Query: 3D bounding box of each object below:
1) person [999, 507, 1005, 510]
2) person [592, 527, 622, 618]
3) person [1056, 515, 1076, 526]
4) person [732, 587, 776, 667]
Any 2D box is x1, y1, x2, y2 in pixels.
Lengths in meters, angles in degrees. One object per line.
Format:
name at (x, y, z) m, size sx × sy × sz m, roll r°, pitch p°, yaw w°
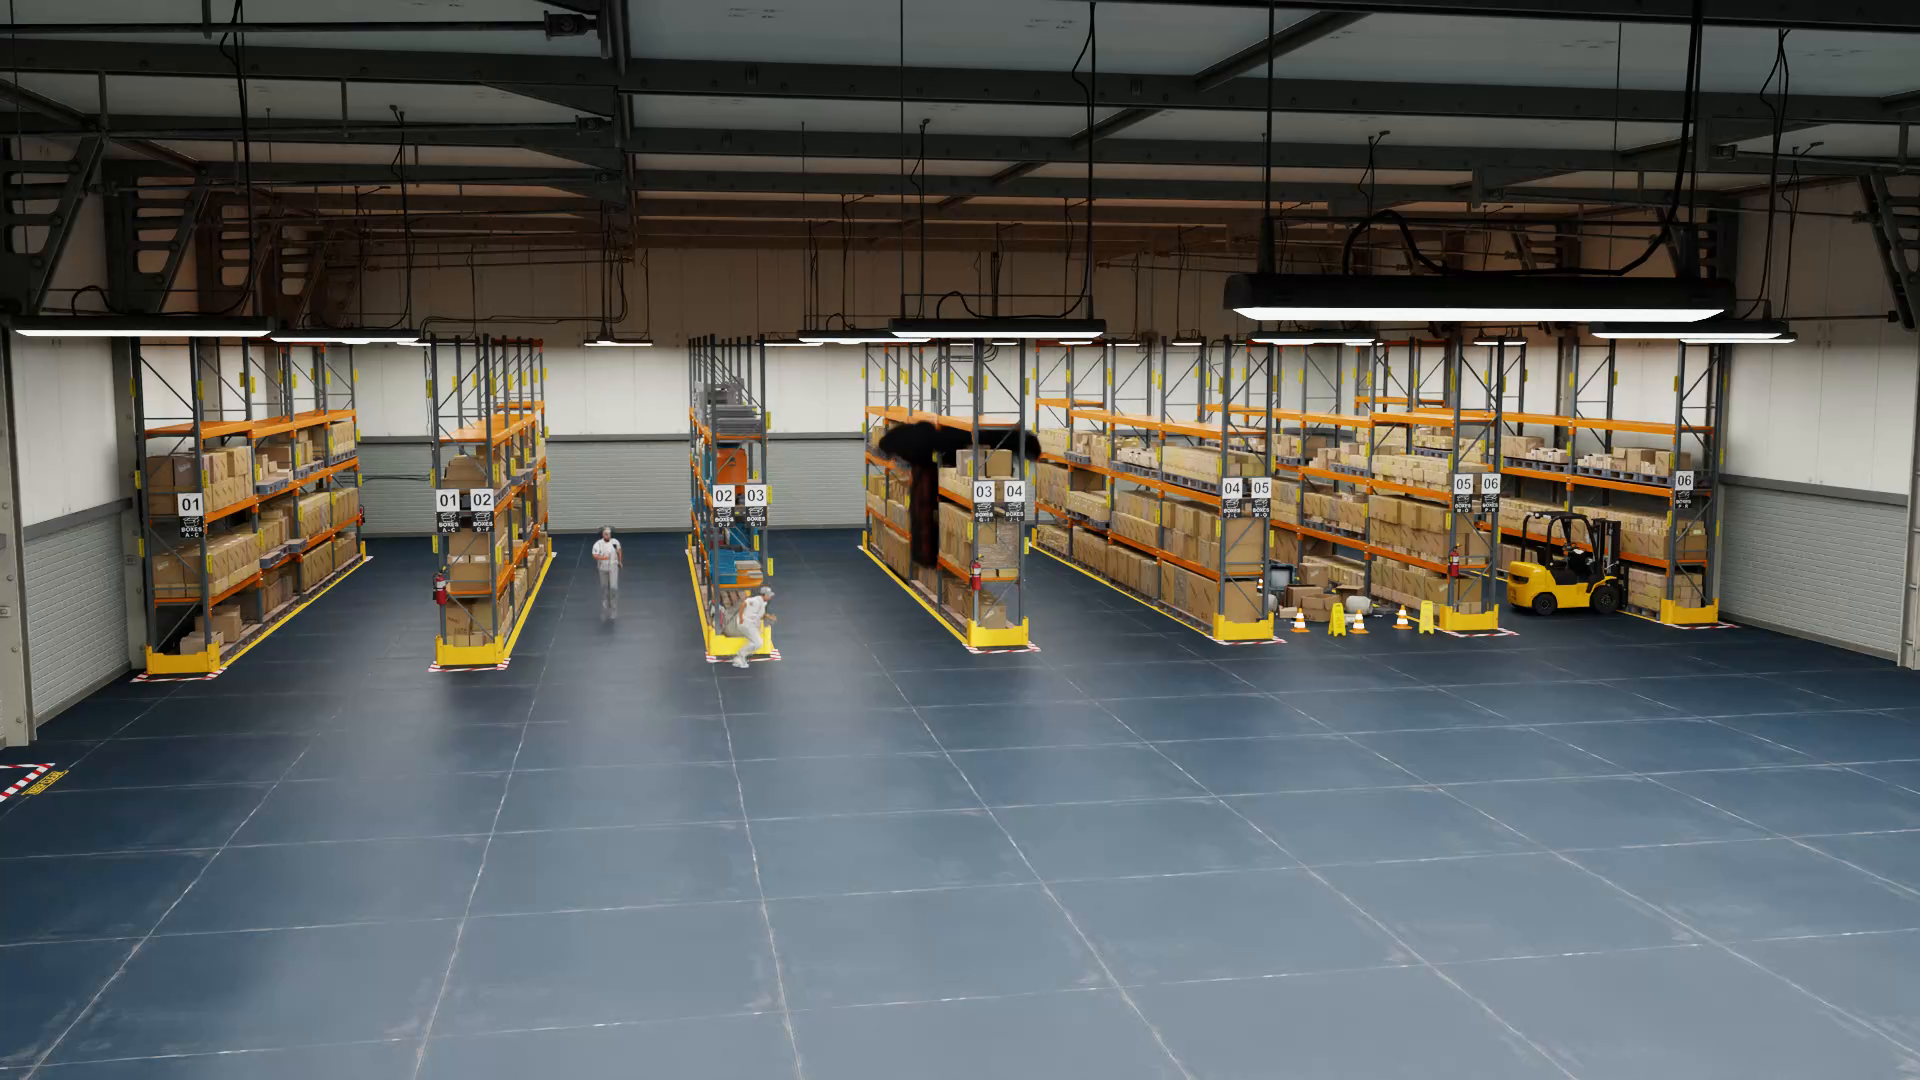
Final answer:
person at (1.179, -0.463, 47.724) m, size 0.576 × 1.512 × 1.015 m, roll 0°, pitch 7°, yaw 2°
person at (-7.337, 0.665, 34.636) m, size 0.607 × 1.902 × 0.838 m, roll -2°, pitch 7°, yaw -14°
person at (3.283, -0.985, 51.223) m, size 0.755 × 1.717 × 0.565 m, roll -5°, pitch 8°, yaw -35°
person at (-3.716, 1.574, 29.808) m, size 0.825 × 1.494 × 0.643 m, roll 2°, pitch 7°, yaw 15°
